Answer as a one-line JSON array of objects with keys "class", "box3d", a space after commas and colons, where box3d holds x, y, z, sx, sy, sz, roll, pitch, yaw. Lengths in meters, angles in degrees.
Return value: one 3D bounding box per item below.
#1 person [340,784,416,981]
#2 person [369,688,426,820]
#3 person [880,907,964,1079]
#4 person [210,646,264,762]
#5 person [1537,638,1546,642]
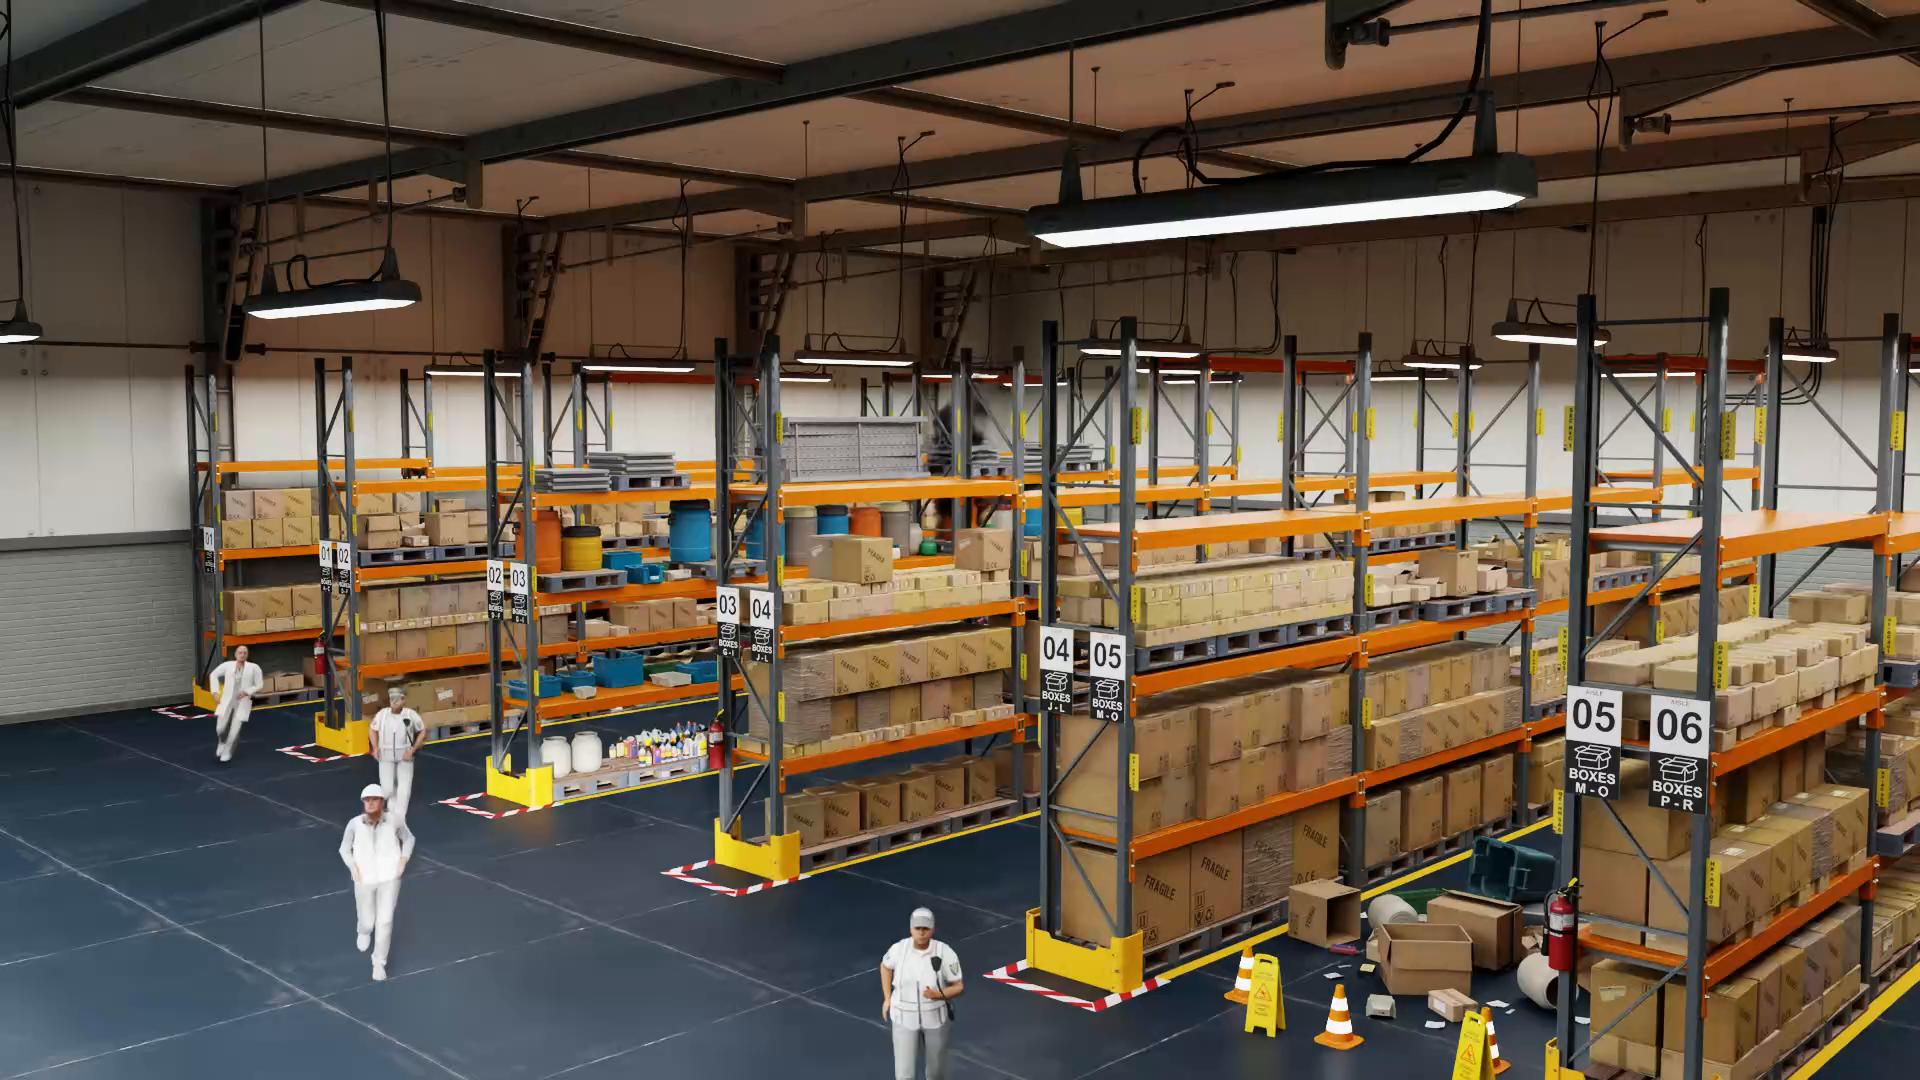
[{"class": "person", "box3d": [-5.397, 3.123, 15.437, 0.668, 1.763, 0.758, -1, 5, -16]}, {"class": "person", "box3d": [-7.075, 2.708, 20.906, 0.673, 1.766, 0.577, -1, 4, -11]}, {"class": "person", "box3d": [-0.270, 3.424, 11.729, 0.591, 1.695, 0.878, 0, 4, -1]}, {"class": "person", "box3d": [-10.743, 2.469, 24.723, 0.747, 1.611, 0.587, -2, 5, -19]}, {"class": "person", "box3d": [9.165, 2.346, 26.177, 0.572, 1.626, 0.609, 4, 6, 42]}]
